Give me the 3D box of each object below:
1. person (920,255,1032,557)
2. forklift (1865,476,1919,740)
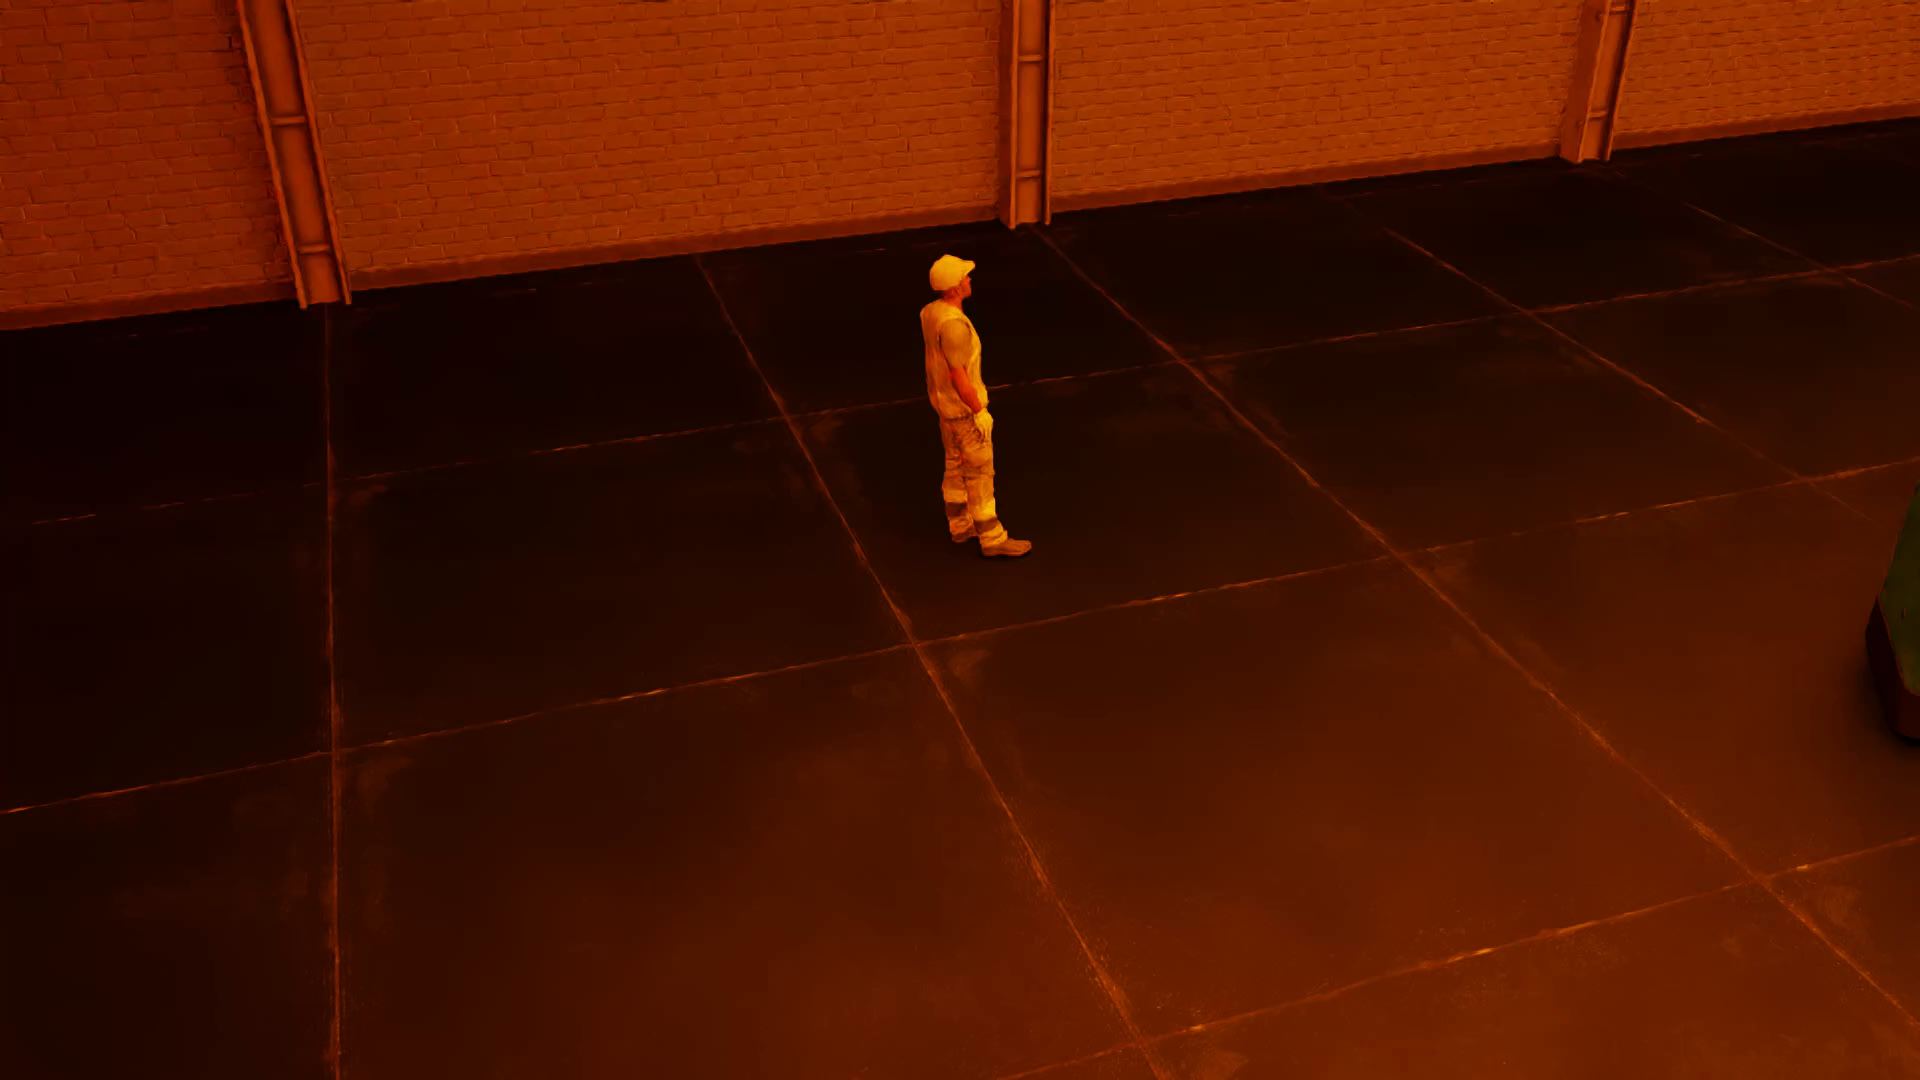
[{"bbox_3d":[0.080,-0.789,9.589,0.563,1.787,0.637,-10,31,-16],"label":"person"},{"bbox_3d":[6.205,-0.263,7.544,3.031,2.935,1.130,9,31,15],"label":"forklift"}]
